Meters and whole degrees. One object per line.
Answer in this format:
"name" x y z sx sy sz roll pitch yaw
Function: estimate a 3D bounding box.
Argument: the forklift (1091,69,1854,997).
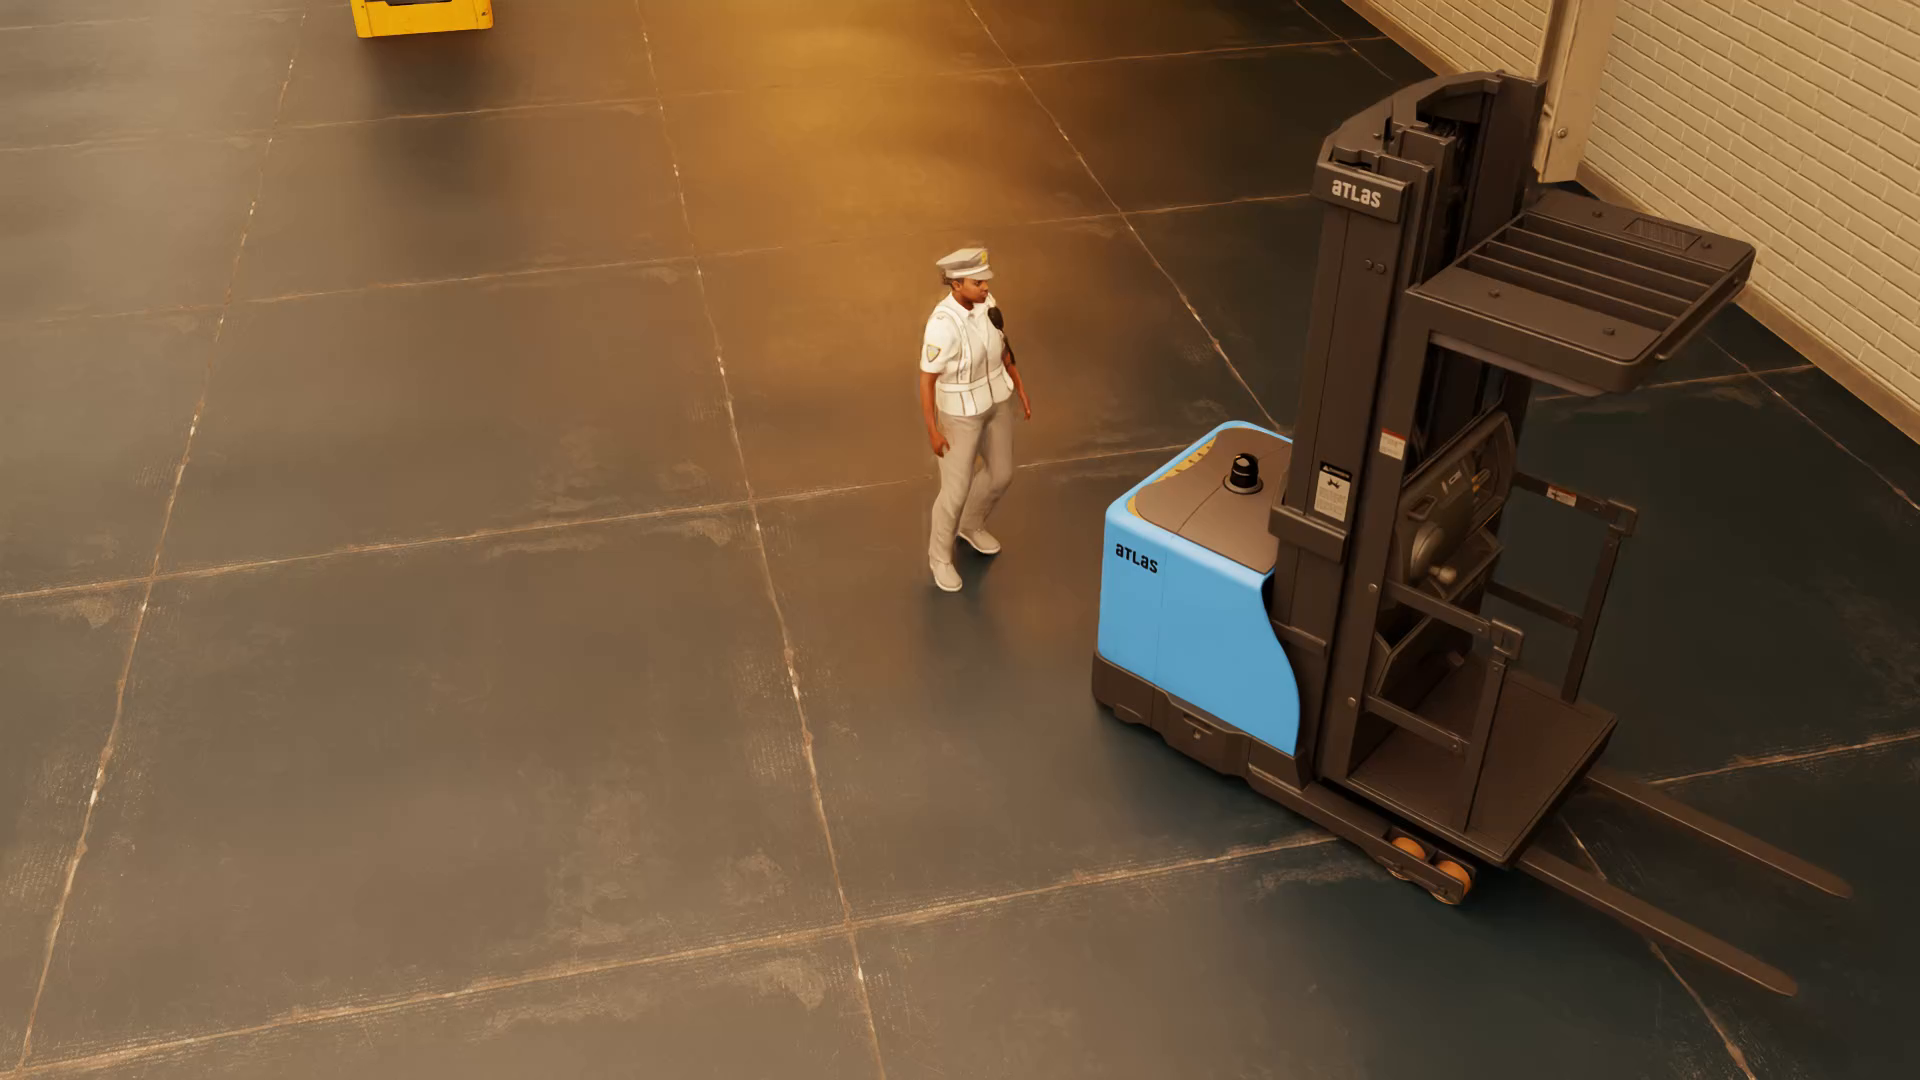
"forklift" 2.039 -0.106 6.197 3.031 2.935 1.130 27 43 32

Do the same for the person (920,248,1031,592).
"person" 0.043 -0.617 8.015 0.662 1.670 0.438 -30 45 -35
